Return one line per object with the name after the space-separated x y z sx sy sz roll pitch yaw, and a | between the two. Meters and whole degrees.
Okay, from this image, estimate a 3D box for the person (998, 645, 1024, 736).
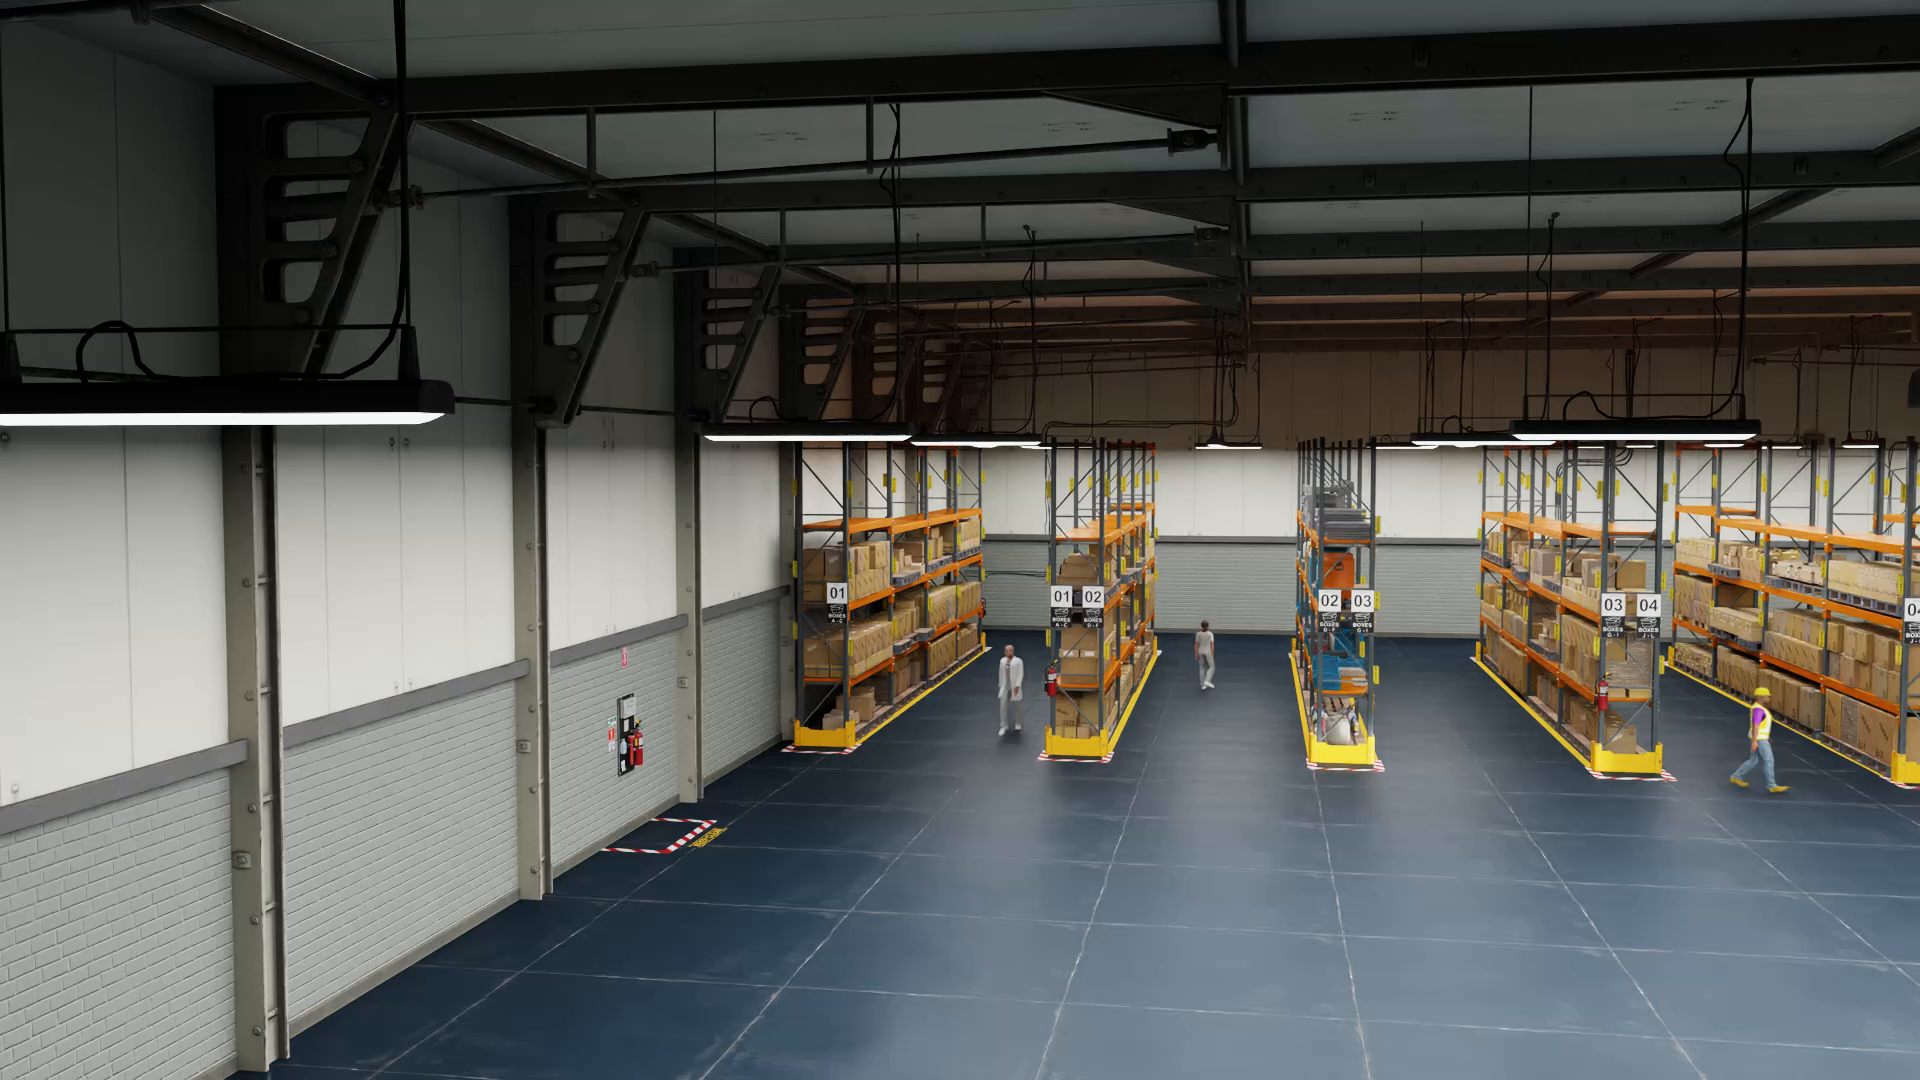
1.007 3.045 33.943 0.623 1.788 0.882 1 3 26 | person

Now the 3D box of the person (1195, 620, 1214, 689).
5.914 2.770 40.118 0.493 1.669 0.488 1 3 19 | person

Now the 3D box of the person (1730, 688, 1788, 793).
13.522 3.370 28.111 0.864 1.754 0.573 1 3 20 | person
